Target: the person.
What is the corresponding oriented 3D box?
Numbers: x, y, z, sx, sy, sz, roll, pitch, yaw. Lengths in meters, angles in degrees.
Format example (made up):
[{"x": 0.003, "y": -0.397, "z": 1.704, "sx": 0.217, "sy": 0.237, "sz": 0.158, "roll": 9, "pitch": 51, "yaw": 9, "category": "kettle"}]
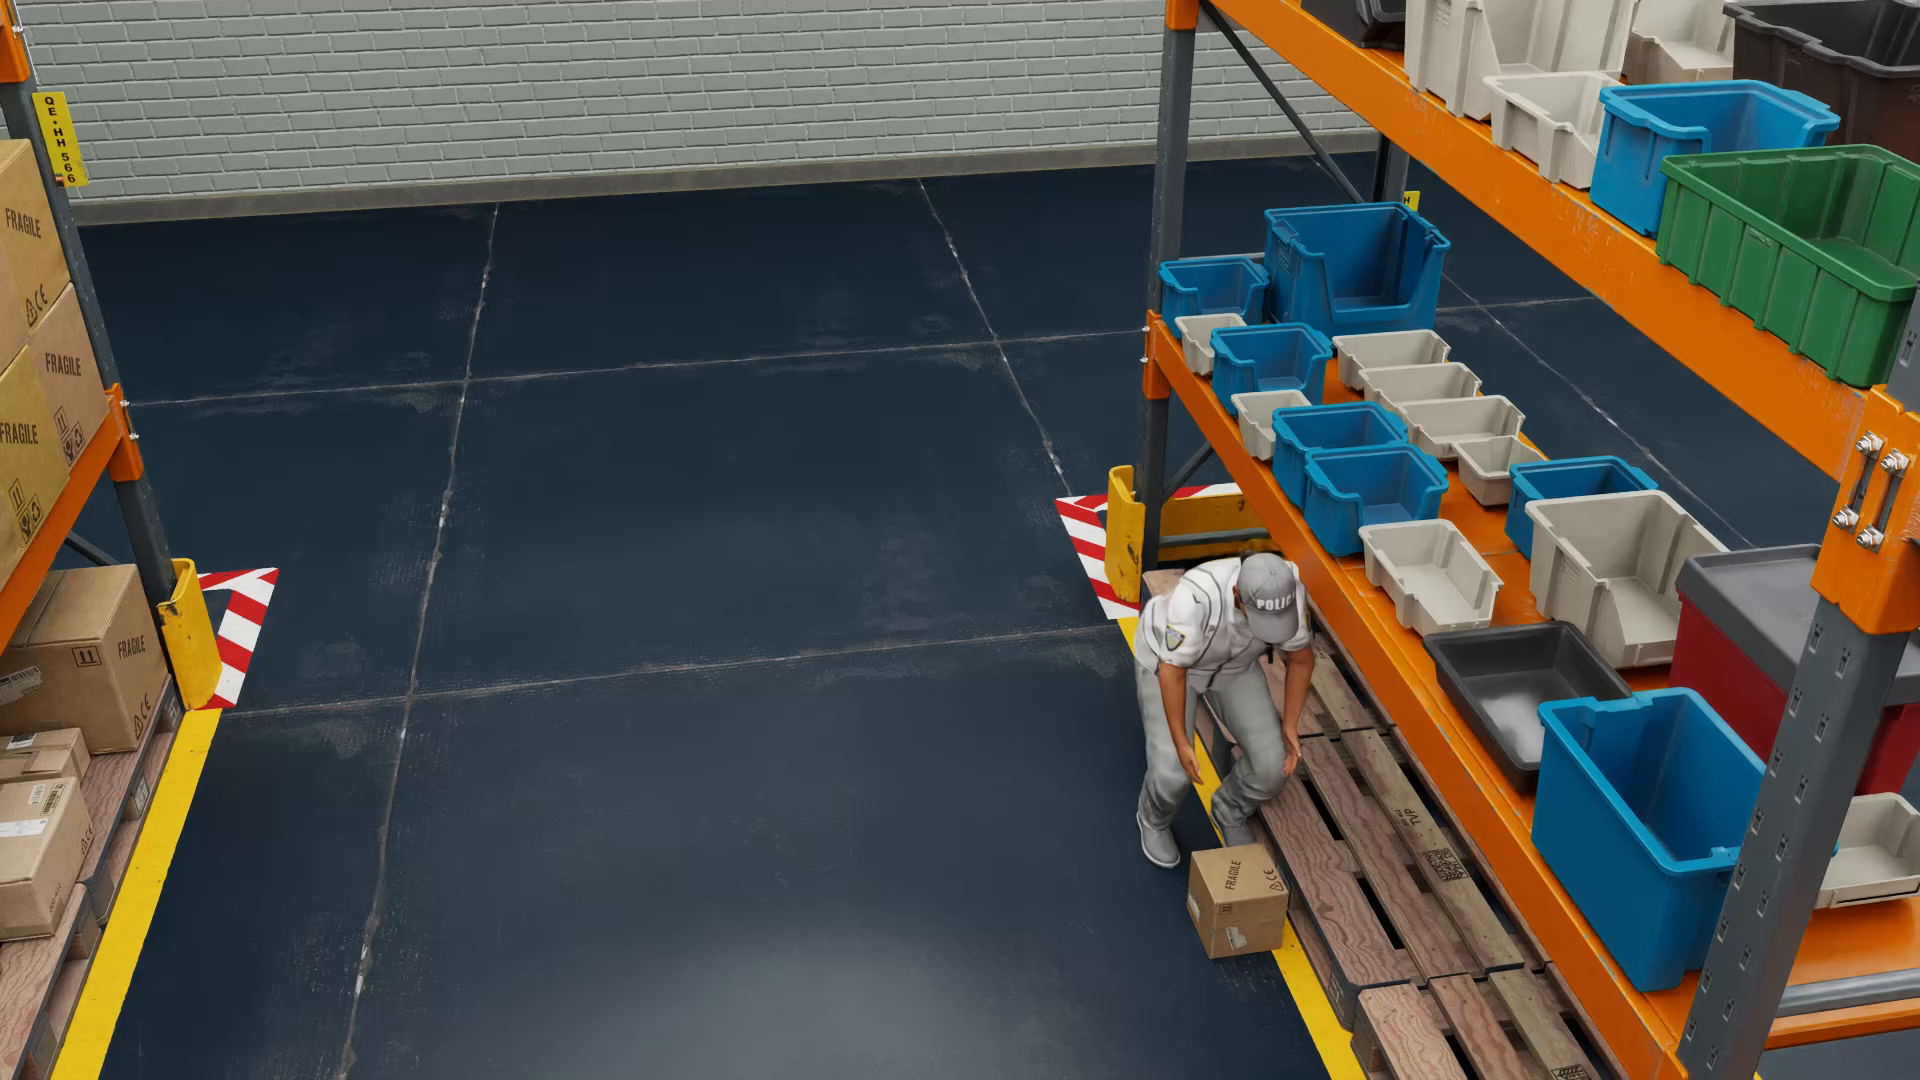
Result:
[{"x": 0.886, "y": 0.512, "z": 5.589, "sx": 0.535, "sy": 1.351, "sz": 0.744, "roll": -6, "pitch": 31, "yaw": -9, "category": "person"}]
